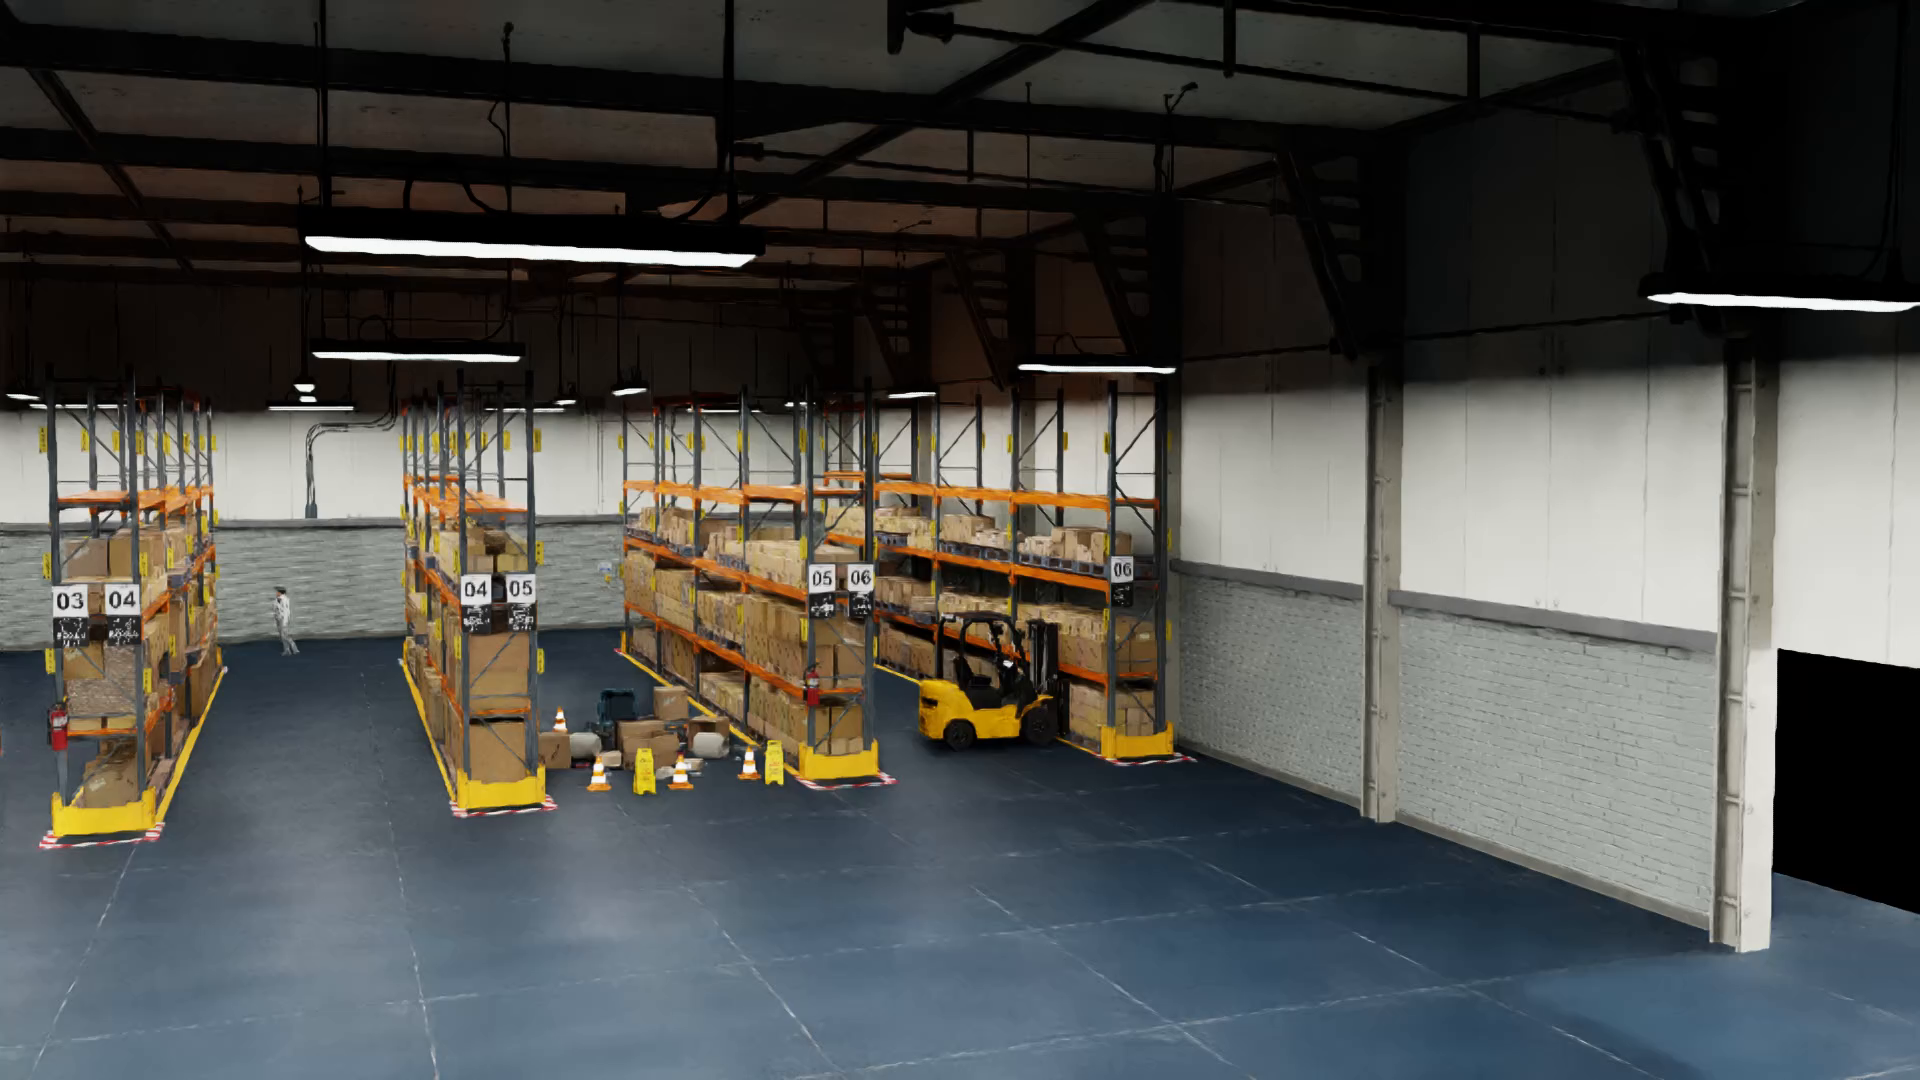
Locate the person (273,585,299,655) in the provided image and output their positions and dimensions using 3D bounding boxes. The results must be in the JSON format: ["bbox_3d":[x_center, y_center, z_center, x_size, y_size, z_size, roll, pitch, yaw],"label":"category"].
[{"bbox_3d":[-15.855,1.881,39.058,0.638,1.659,0.448,3,4,39],"label":"person"}]
